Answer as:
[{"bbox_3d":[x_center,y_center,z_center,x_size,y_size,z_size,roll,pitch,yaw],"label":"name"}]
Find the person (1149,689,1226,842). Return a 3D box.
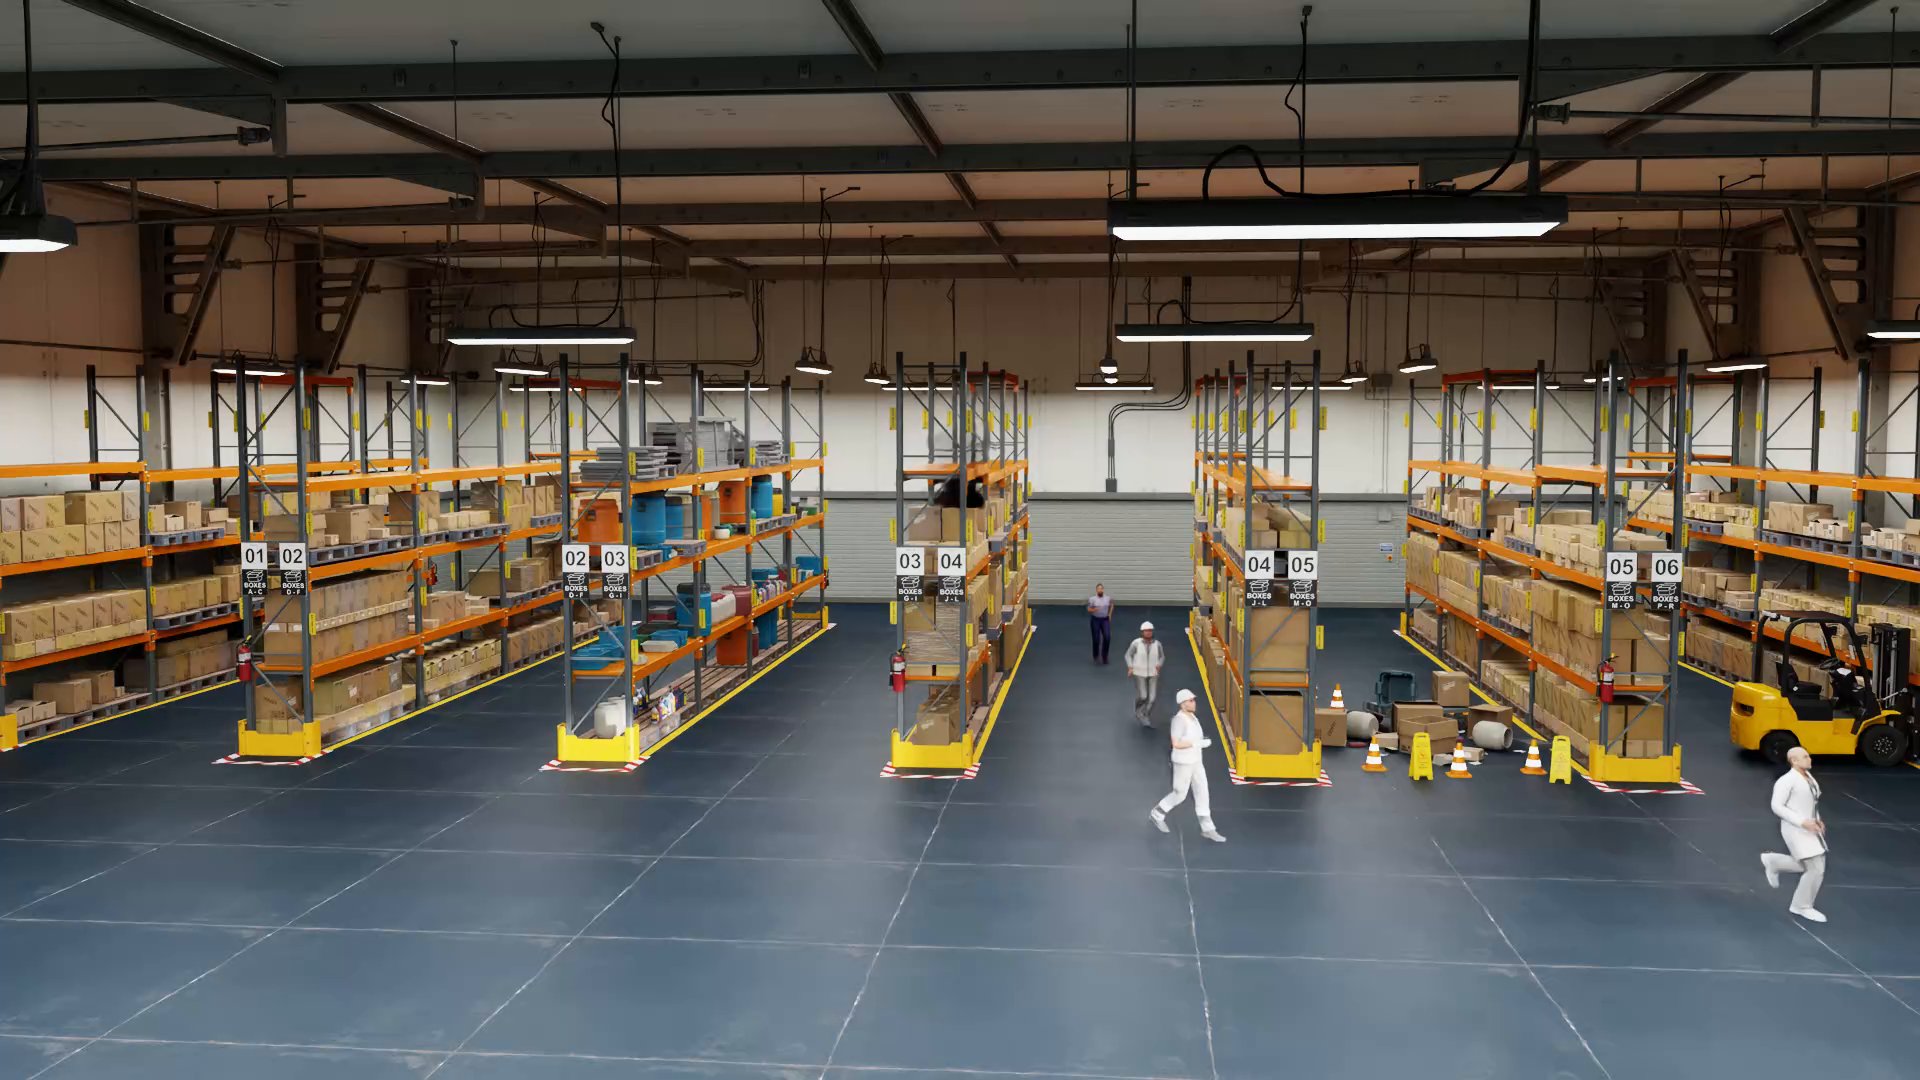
[{"bbox_3d":[2.706,2.667,19.800,0.968,1.787,0.647,3,5,35],"label":"person"}]

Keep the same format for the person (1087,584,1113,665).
[{"bbox_3d":[2.906,1.758,34.366,0.582,1.683,0.680,0,4,-2],"label":"person"}]

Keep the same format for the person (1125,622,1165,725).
[{"bbox_3d":[3.060,2.201,27.313,0.644,1.723,0.610,0,4,-6],"label":"person"}]

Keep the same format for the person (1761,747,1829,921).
[{"bbox_3d":[8.500,2.958,16.940,0.722,1.725,0.711,-4,5,-42],"label":"person"}]
